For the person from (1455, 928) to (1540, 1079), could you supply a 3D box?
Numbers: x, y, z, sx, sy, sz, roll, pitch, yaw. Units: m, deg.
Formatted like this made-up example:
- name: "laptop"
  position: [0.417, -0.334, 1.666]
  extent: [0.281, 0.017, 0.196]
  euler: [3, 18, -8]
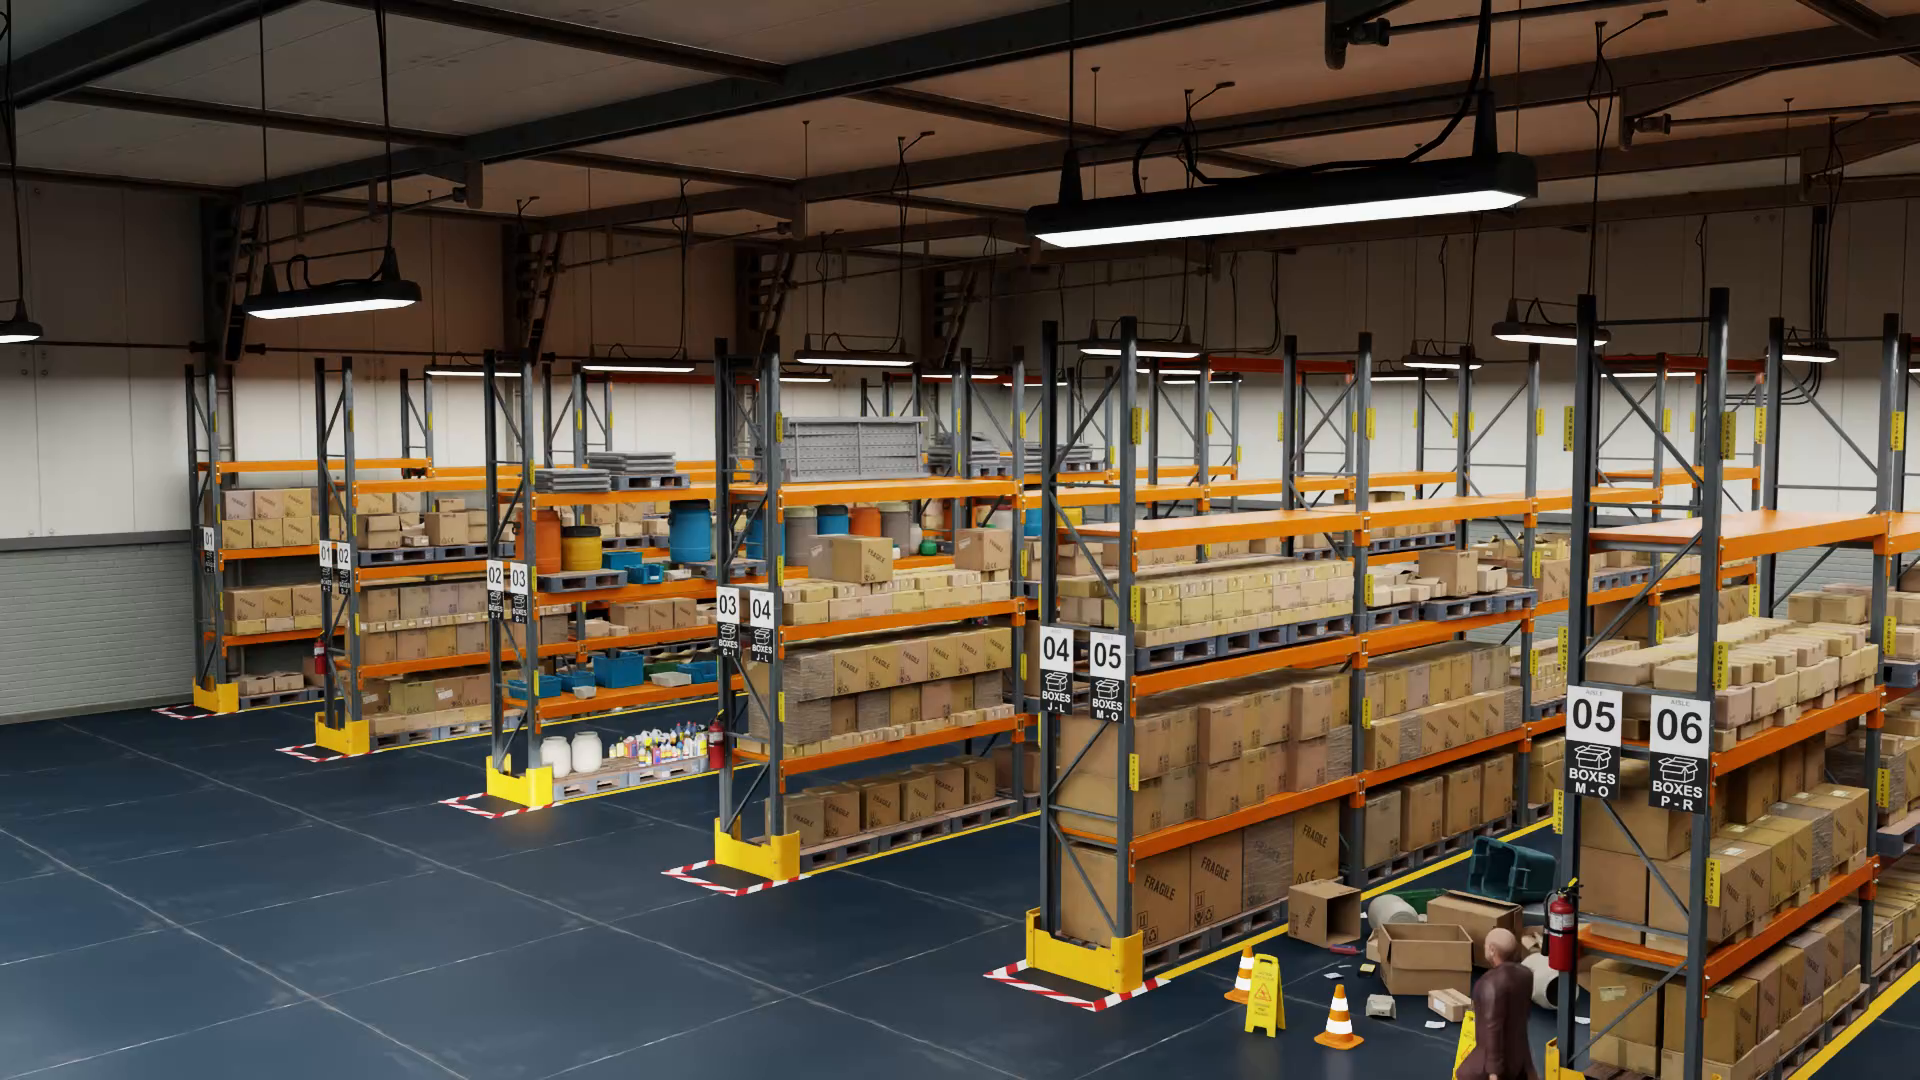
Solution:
- name: "person"
  position: [3.617, 3.445, 11.054]
  extent: [1.144, 1.731, 0.581]
  euler: [4, 6, 44]

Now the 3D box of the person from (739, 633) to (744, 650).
- name: "person"
  position: [-4.708, 1.623, 35.225]
  extent: [0.432, 1.642, 0.989]
  euler: [3, 5, 34]
